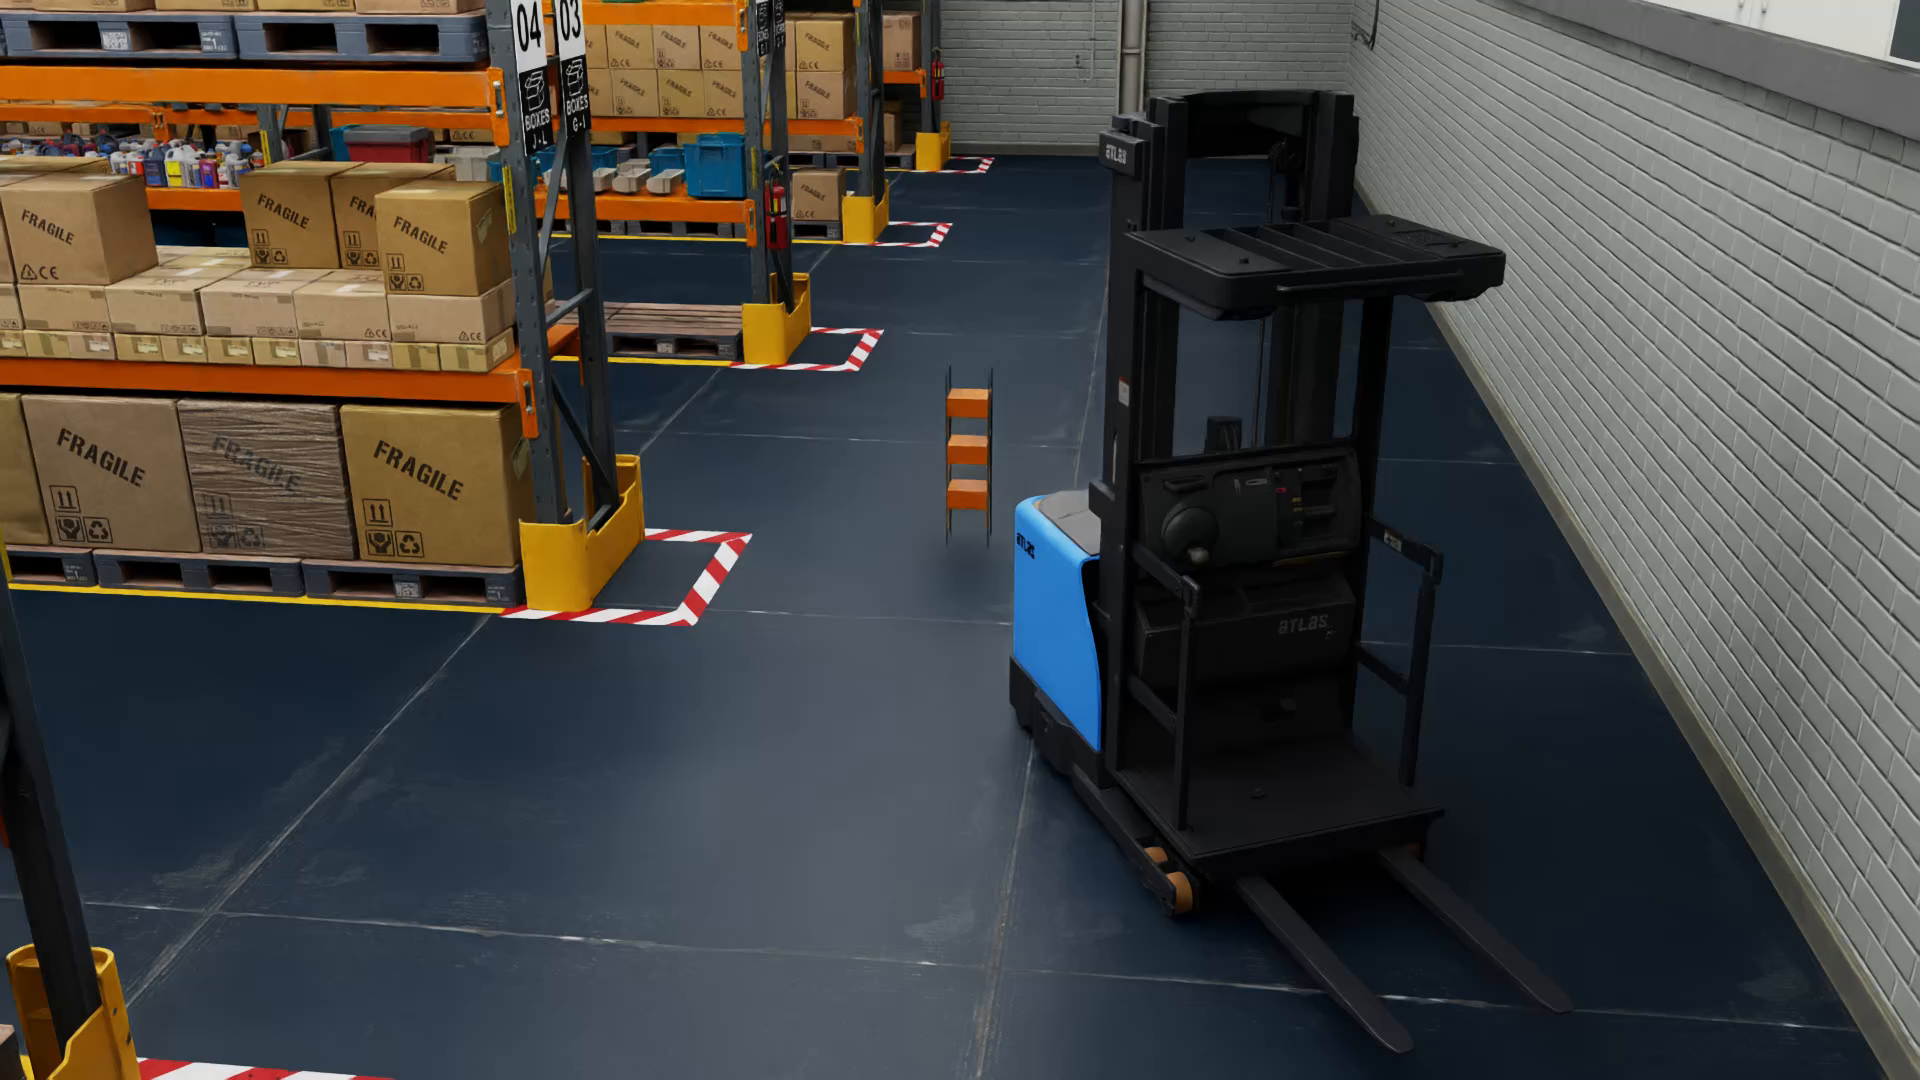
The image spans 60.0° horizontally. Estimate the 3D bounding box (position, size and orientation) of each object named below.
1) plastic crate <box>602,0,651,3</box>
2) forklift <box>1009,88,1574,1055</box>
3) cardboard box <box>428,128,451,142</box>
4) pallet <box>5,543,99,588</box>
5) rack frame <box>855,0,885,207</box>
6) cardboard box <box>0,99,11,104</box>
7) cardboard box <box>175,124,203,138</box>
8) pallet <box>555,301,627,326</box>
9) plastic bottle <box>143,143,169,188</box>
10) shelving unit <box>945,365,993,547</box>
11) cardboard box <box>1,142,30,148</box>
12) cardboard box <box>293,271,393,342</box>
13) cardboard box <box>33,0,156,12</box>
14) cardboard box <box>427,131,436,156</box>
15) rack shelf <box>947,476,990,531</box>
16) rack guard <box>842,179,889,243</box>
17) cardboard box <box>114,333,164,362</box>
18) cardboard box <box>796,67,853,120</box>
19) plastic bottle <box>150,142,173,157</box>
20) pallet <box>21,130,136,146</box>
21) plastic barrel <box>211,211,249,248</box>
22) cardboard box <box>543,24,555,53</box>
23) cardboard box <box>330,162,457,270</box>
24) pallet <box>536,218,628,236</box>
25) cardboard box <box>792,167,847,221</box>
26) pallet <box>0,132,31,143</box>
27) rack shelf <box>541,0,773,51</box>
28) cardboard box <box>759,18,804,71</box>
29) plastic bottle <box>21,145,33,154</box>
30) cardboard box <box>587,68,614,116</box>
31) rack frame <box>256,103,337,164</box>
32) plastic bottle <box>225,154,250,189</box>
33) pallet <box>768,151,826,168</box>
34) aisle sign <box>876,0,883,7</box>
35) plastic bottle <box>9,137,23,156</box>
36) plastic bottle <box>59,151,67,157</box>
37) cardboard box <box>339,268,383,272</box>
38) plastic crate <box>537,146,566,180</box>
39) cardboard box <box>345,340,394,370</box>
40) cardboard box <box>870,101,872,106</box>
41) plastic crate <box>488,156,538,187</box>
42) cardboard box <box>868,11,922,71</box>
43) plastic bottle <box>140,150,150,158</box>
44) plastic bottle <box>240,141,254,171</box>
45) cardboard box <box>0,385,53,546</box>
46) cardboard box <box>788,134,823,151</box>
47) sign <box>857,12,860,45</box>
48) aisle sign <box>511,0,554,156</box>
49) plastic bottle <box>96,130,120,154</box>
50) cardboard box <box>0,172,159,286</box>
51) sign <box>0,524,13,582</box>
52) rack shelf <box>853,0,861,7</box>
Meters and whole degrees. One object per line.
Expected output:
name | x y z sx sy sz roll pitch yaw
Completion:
plastic crate | -2.572 -4.268 12.864 0.336 0.188 0.450 2 22 6
forklift | 1.198 -0.103 6.214 1.130 2.935 3.031 -7 23 -18
cardboard box | -7.623 -6.112 23.673 0.750 0.750 0.750 2 22 6
pallet | -5.369 -0.040 9.753 1.213 0.211 1.003 2 22 6
rack frame | -0.973 -4.842 18.106 0.127 3.000 1.000 2 22 6
cardboard box | -11.108 -5.324 19.190 0.500 0.500 0.500 3 22 6
cardboard box | -11.058 -6.182 24.298 0.500 0.500 0.700 2 22 5
pallet | -3.582 -1.840 14.307 1.213 0.211 1.003 2 22 6
plastic bottle | -6.666 -3.112 13.798 0.185 0.351 0.144 2 22 6
shelving unit | 0.053 -0.486 9.741 0.252 1.050 0.215 2 22 6
cardboard box | -11.441 -4.583 19.857 0.500 0.311 0.500 2 22 6
cardboard box | -3.158 -1.240 8.795 0.500 0.250 0.500 2 22 5
cardboard box | -4.294 -2.970 8.449 0.500 0.500 0.700 3 22 9
cardboard box | -6.390 -4.559 19.172 0.500 0.250 0.500 3 22 6
rack shelf | 0.053 -0.218 9.847 0.240 0.259 0.215 2 22 6
rack guard | -1.048 -3.682 18.574 0.348 0.500 1.175 2 22 6
cardboard box | -4.312 -1.080 8.934 0.250 0.149 0.380 2 22 5
cardboard box | -1.449 -4.808 17.886 0.500 0.500 0.500 3 22 8
plastic bottle | -6.884 -3.292 14.356 0.135 0.276 0.152 2 22 6
pallet | -12.981 -5.889 24.548 1.213 0.211 1.003 2 22 6
plastic barrel | -6.070 -2.456 14.354 0.708 0.901 0.600 2 22 6
cardboard box | -4.510 -5.403 18.030 0.500 0.500 0.500 3 22 8
cardboard box | -3.084 -1.783 9.150 0.500 0.500 0.500 2 22 5
pallet | -4.263 -3.688 18.981 1.213 0.211 1.003 2 22 6
cardboard box | -1.542 -3.817 18.317 0.500 0.500 0.500 2 22 6
pallet | -14.196 -5.941 24.679 1.213 0.211 1.003 2 22 6
rack shelf | -3.545 -4.180 13.332 4.000 0.370 1.077 2 22 6
cardboard box | -1.949 -5.293 17.753 0.500 0.500 0.500 3 22 8
plastic bottle | -8.227 -3.383 14.686 0.097 0.201 0.097 0 22 0
cardboard box | -3.962 -4.919 18.165 0.500 0.500 0.500 3 22 7
rack frame | -5.532 -3.206 13.970 0.127 3.000 1.000 2 22 6
plastic bottle | -5.961 -3.048 13.738 0.135 0.276 0.152 2 22 6
pallet | -2.405 -5.413 23.345 1.213 0.211 1.003 2 22 6
aisle sign | -0.870 -6.155 17.892 0.004 0.787 0.394 2 22 6
plastic bottle | -8.324 -3.419 14.684 0.097 0.271 0.097 0 22 0
plastic bottle | -7.424 -3.098 13.855 0.133 0.283 0.061 2 22 6
cardboard box | -3.104 -1.433 9.284 0.500 0.250 0.500 2 22 6
plastic crate | -3.371 -3.184 14.060 0.300 0.233 0.416 2 22 6
cardboard box | -3.043 -1.025 8.795 0.250 0.149 0.380 3 22 6
cardboard box | -1.249 -5.918 22.775 0.250 0.149 0.380 2 22 6
plastic crate | -3.629 -2.979 13.540 0.300 0.233 0.416 2 22 6
cardboard box | -0.901 -6.808 22.673 0.700 0.700 0.980 3 22 9
plastic bottle | -6.828 -3.129 13.951 0.097 0.271 0.097 0 22 0
plastic bottle | -6.191 -3.326 14.449 0.097 0.271 0.097 0 22 0
cardboard box | -5.468 -0.547 9.563 0.875 0.875 0.875 2 22 6
cardboard box | -2.097 -5.720 23.157 0.500 0.500 0.700 2 22 5
sign | -1.058 -5.325 17.325 0.005 0.325 0.100 2 22 6
aisle sign | -2.106 -2.321 8.195 0.004 0.787 0.394 2 22 6
plastic bottle | -7.448 -3.409 14.551 0.185 0.351 0.144 2 22 6
cardboard box | -4.664 -1.656 8.829 0.500 0.500 0.500 2 22 5
sign | -2.763 -0.019 4.731 0.005 0.325 0.100 2 22 6
rack shelf | -2.959 -5.989 17.906 4.000 0.370 1.077 2 22 6
